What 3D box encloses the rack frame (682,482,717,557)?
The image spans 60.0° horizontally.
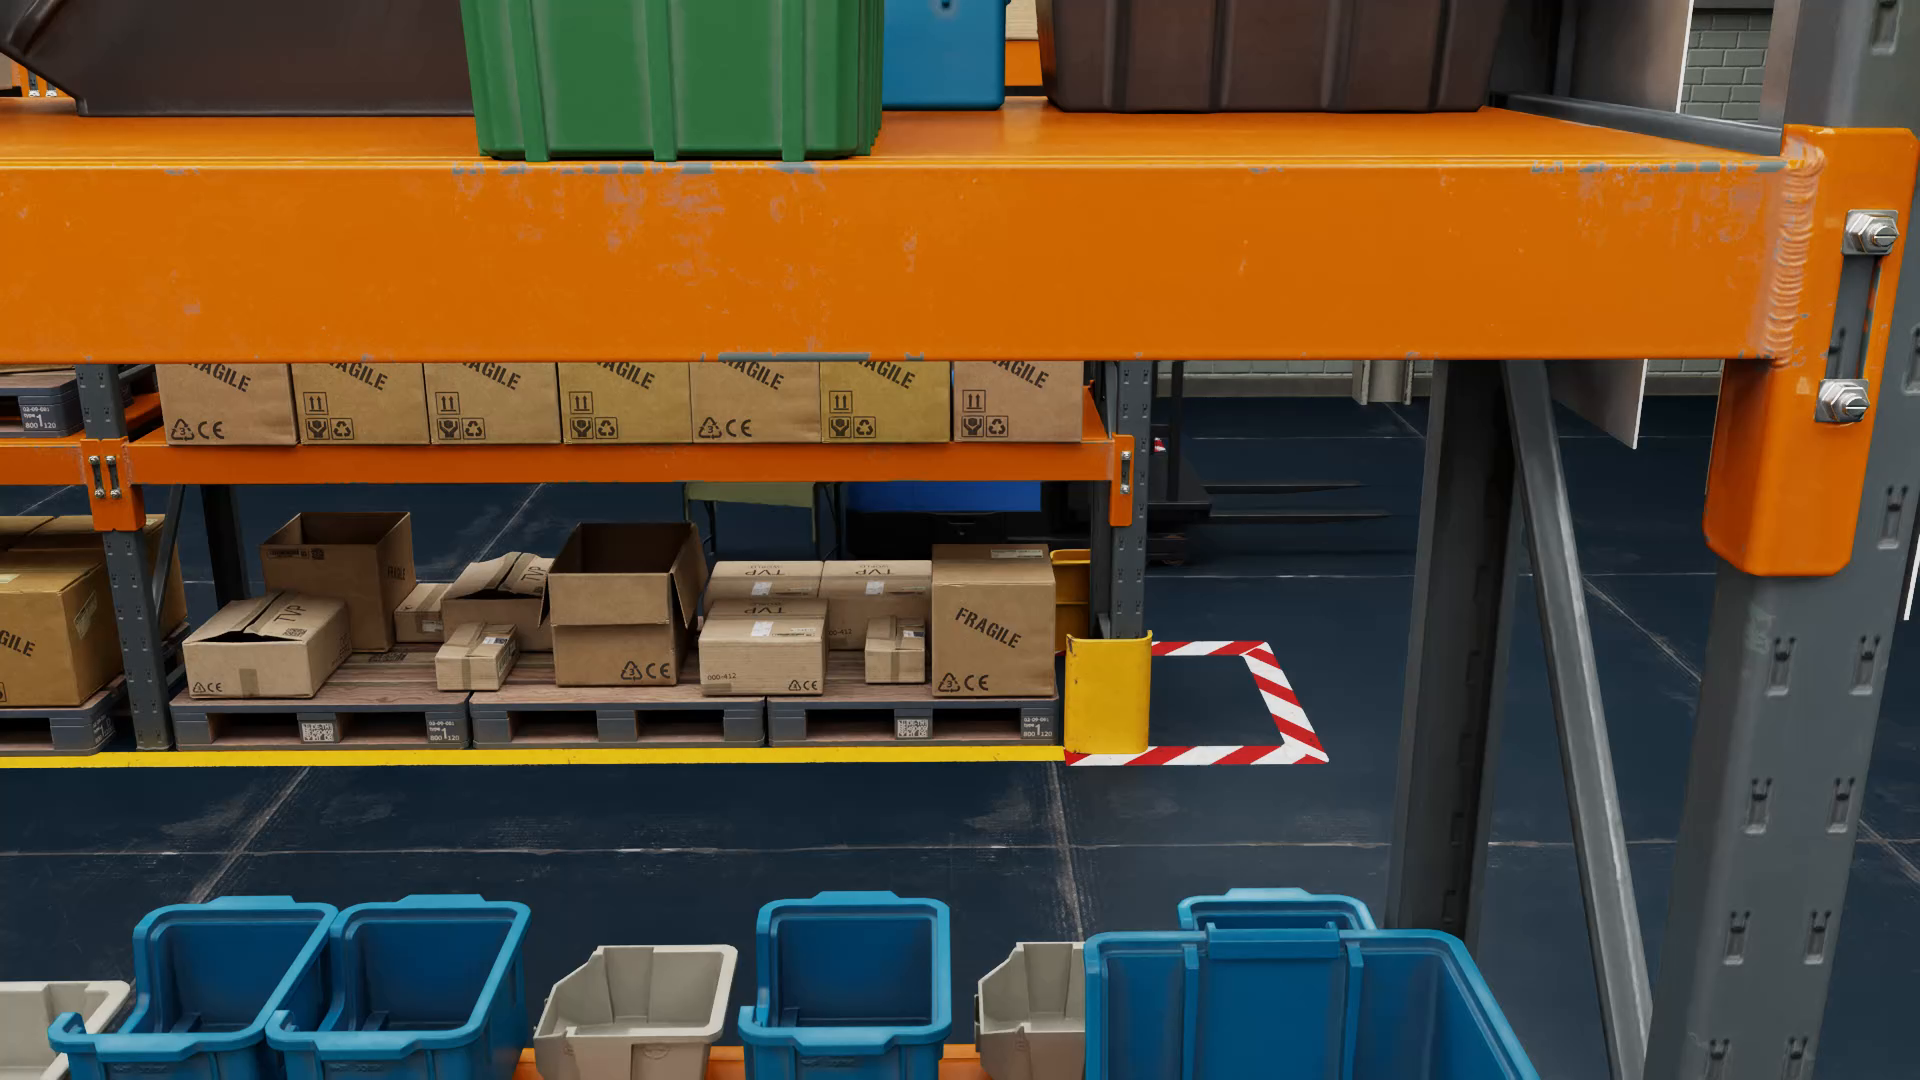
[{"bbox_3d":[-1.420,-0.587,8.922,0.023,1.500,0.400,4,18,13],"label":"rack frame"}]

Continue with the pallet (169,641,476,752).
[{"bbox_3d":[-2.641,0.615,7.286,1.213,0.211,1.003,0,18,-1],"label":"pallet"}]

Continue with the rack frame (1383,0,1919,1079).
[{"bbox_3d":[0.747,0.785,2.191,0.053,2.616,0.949,0,18,-1],"label":"rack frame"}]

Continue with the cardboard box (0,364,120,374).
[{"bbox_3d":[-3.805,-1.024,6.977,0.500,0.500,0.700,-6,19,-19],"label":"cardboard box"}]

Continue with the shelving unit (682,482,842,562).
[{"bbox_3d":[-1.063,-0.562,8.843,0.755,1.500,0.431,4,18,13],"label":"shelving unit"}]

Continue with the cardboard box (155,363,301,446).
[{"bbox_3d":[-2.813,-0.677,6.583,0.500,0.500,0.500,0,18,1],"label":"cardboard box"}]

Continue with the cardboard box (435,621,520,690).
[{"bbox_3d":[-2.040,0.486,7.039,0.250,0.166,0.380,0,18,-1],"label":"cardboard box"}]

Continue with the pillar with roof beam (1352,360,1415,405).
[{"bbox_3d":[3.344,-4.061,7.476,0.400,9.000,9.100,0,18,-1],"label":"pillar with roof beam"}]

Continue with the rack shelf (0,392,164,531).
[{"bbox_3d":[-5.327,-0.358,6.930,4.000,0.370,1.077,0,18,-1],"label":"rack shelf"}]

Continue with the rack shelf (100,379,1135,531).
[{"bbox_3d":[-1.328,-0.377,6.990,4.000,0.370,1.077,0,18,-1],"label":"rack shelf"}]

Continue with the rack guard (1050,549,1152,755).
[{"bbox_3d":[0.596,0.461,7.291,0.348,0.500,1.175,0,18,-1],"label":"rack guard"}]

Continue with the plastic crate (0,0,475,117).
[{"bbox_3d":[-0.785,-0.692,1.984,0.767,0.338,0.504,0,18,-1],"label":"plastic crate"}]

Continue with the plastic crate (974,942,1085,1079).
[{"bbox_3d":[0.172,0.757,2.609,0.298,0.136,0.250,0,18,-1],"label":"plastic crate"}]

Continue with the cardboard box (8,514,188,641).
[{"bbox_3d":[-3.815,0.199,7.390,0.500,0.500,0.500,-1,18,-3],"label":"cardboard box"}]

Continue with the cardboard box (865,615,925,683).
[{"bbox_3d":[-0.274,0.463,7.113,0.250,0.166,0.380,0,18,-1],"label":"cardboard box"}]

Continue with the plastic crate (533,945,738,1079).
[{"bbox_3d":[-0.506,0.761,2.599,0.298,0.136,0.250,0,18,-1],"label":"plastic crate"}]

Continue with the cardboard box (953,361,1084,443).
[{"bbox_3d":[0.229,-0.692,6.629,0.500,0.500,0.500,0,18,1],"label":"cardboard box"}]

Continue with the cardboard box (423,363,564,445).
[{"bbox_3d":[-1.801,-0.682,6.599,0.500,0.500,0.500,0,18,-1],"label":"cardboard box"}]

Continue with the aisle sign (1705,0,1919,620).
[{"bbox_3d":[0.823,-0.365,1.519,0.004,0.787,0.394,0,18,-1],"label":"aisle sign"}]

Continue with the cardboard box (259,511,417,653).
[{"bbox_3d":[-2.762,0.181,7.443,0.500,0.500,0.500,0,18,-1],"label":"cardboard box"}]

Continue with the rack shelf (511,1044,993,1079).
[{"bbox_3d":[-1.253,1.136,2.274,4.000,0.370,1.077,0,18,-1],"label":"rack shelf"}]

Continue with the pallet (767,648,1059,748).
[{"bbox_3d":[-0.201,0.603,7.322,1.213,0.211,1.003,0,18,-1],"label":"pallet"}]

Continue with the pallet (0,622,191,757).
[{"bbox_3d":[-4.140,0.633,7.228,1.213,0.211,1.003,0,18,-1],"label":"pallet"}]

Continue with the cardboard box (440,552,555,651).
[{"bbox_3d":[-2.012,0.268,7.484,0.500,0.311,0.500,0,18,-1],"label":"cardboard box"}]

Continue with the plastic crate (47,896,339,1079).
[{"bbox_3d":[-1.122,0.743,2.496,0.300,0.233,0.416,0,18,-1],"label":"plastic crate"}]

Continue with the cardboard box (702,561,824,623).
[{"bbox_3d":[-0.876,0.291,7.510,0.500,0.250,0.500,0,18,-1],"label":"cardboard box"}]

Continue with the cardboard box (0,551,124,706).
[{"bbox_3d":[-3.816,0.361,6.885,0.500,0.500,0.500,0,18,-1],"label":"cardboard box"}]

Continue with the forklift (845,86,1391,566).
[{"bbox_3d":[0.882,-1.416,9.164,3.031,2.935,1.130,0,18,-1],"label":"forklift"}]

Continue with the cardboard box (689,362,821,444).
[{"bbox_3d":[-0.789,-0.687,6.616,0.500,0.500,0.500,0,18,0],"label":"cardboard box"}]

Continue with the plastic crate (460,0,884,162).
[{"bbox_3d":[-0.235,-0.452,1.482,0.336,0.188,0.450,0,18,-1],"label":"plastic crate"}]

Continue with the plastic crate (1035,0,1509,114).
[{"bbox_3d":[0.357,-0.666,2.016,0.590,0.269,0.497,0,18,-1],"label":"plastic crate"}]
